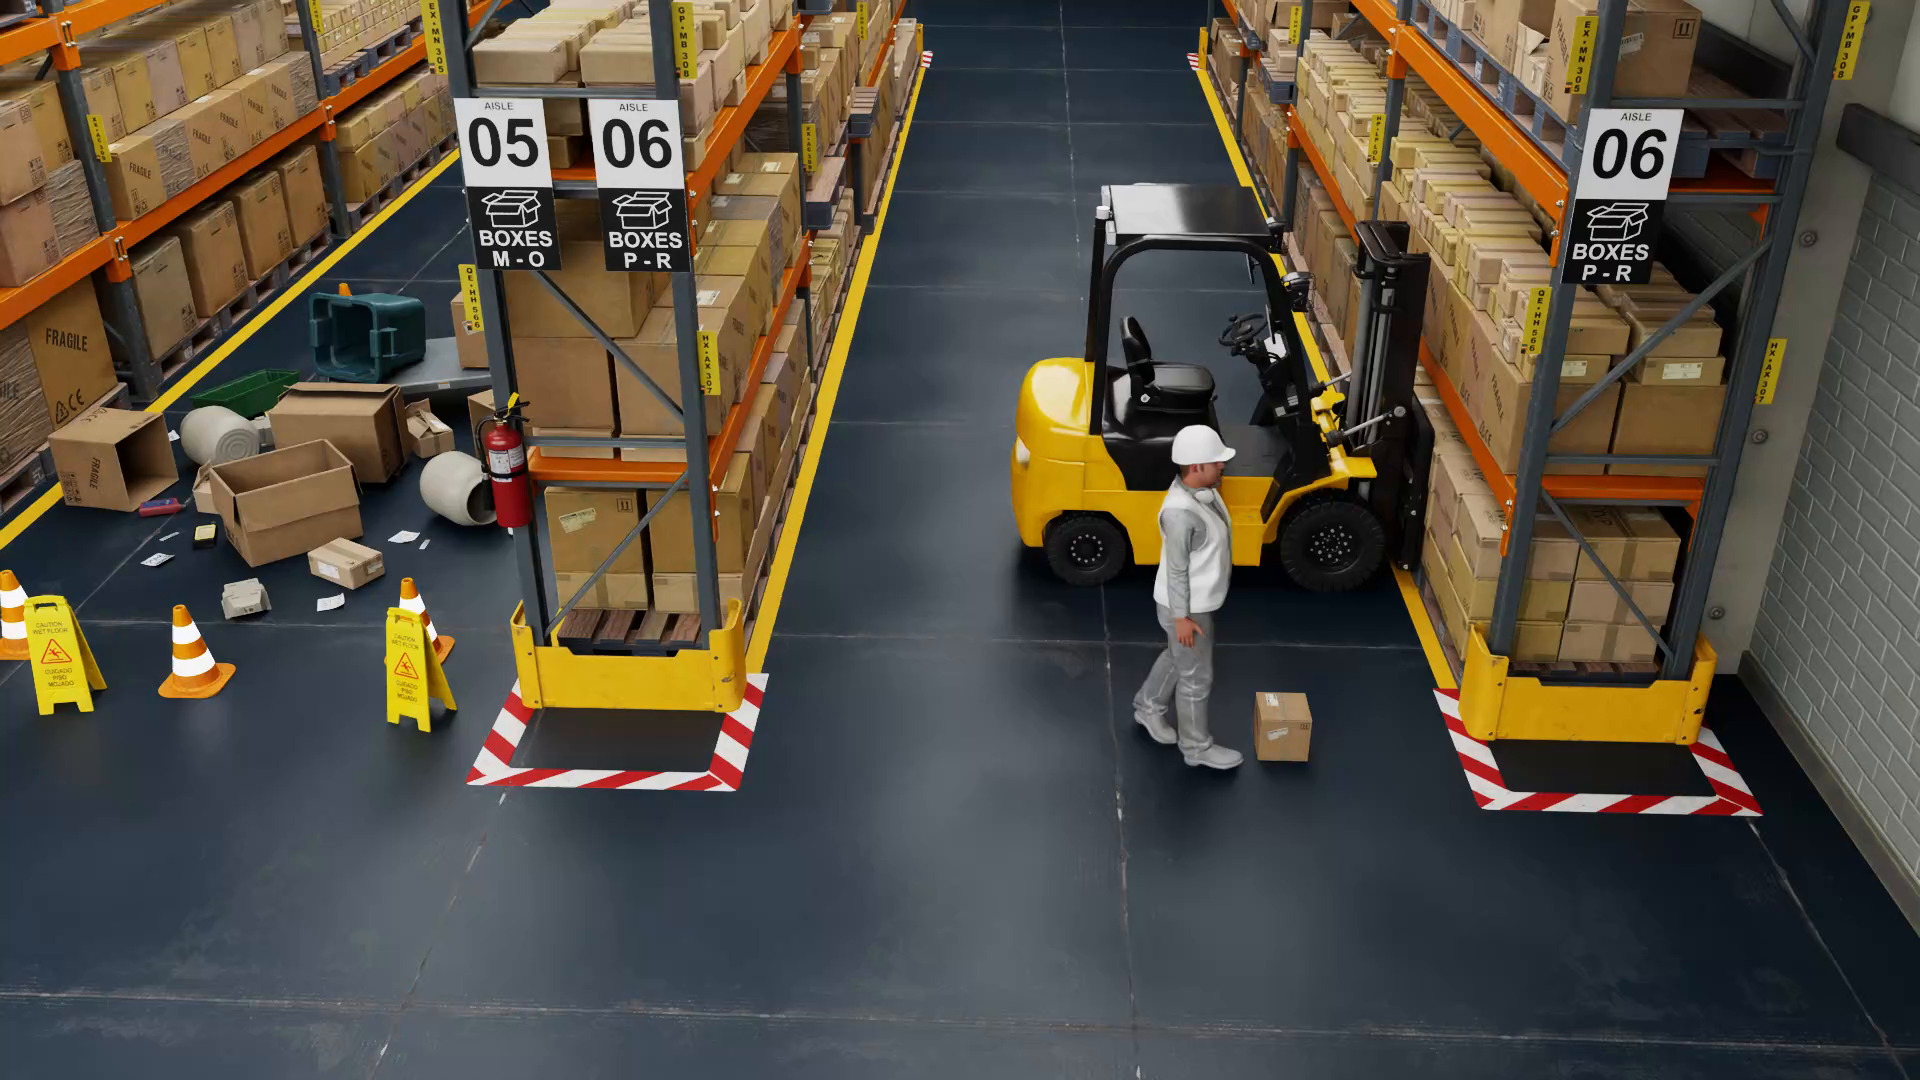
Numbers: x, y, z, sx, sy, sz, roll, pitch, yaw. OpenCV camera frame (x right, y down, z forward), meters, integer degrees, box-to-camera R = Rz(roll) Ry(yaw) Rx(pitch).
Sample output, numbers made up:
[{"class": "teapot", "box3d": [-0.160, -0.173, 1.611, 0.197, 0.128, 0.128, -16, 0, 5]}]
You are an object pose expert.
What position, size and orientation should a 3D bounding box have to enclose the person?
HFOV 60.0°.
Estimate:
[{"class": "person", "box3d": [1.146, 0.275, 8.058, 0.618, 1.778, 0.547, 8, 29, 15]}]
